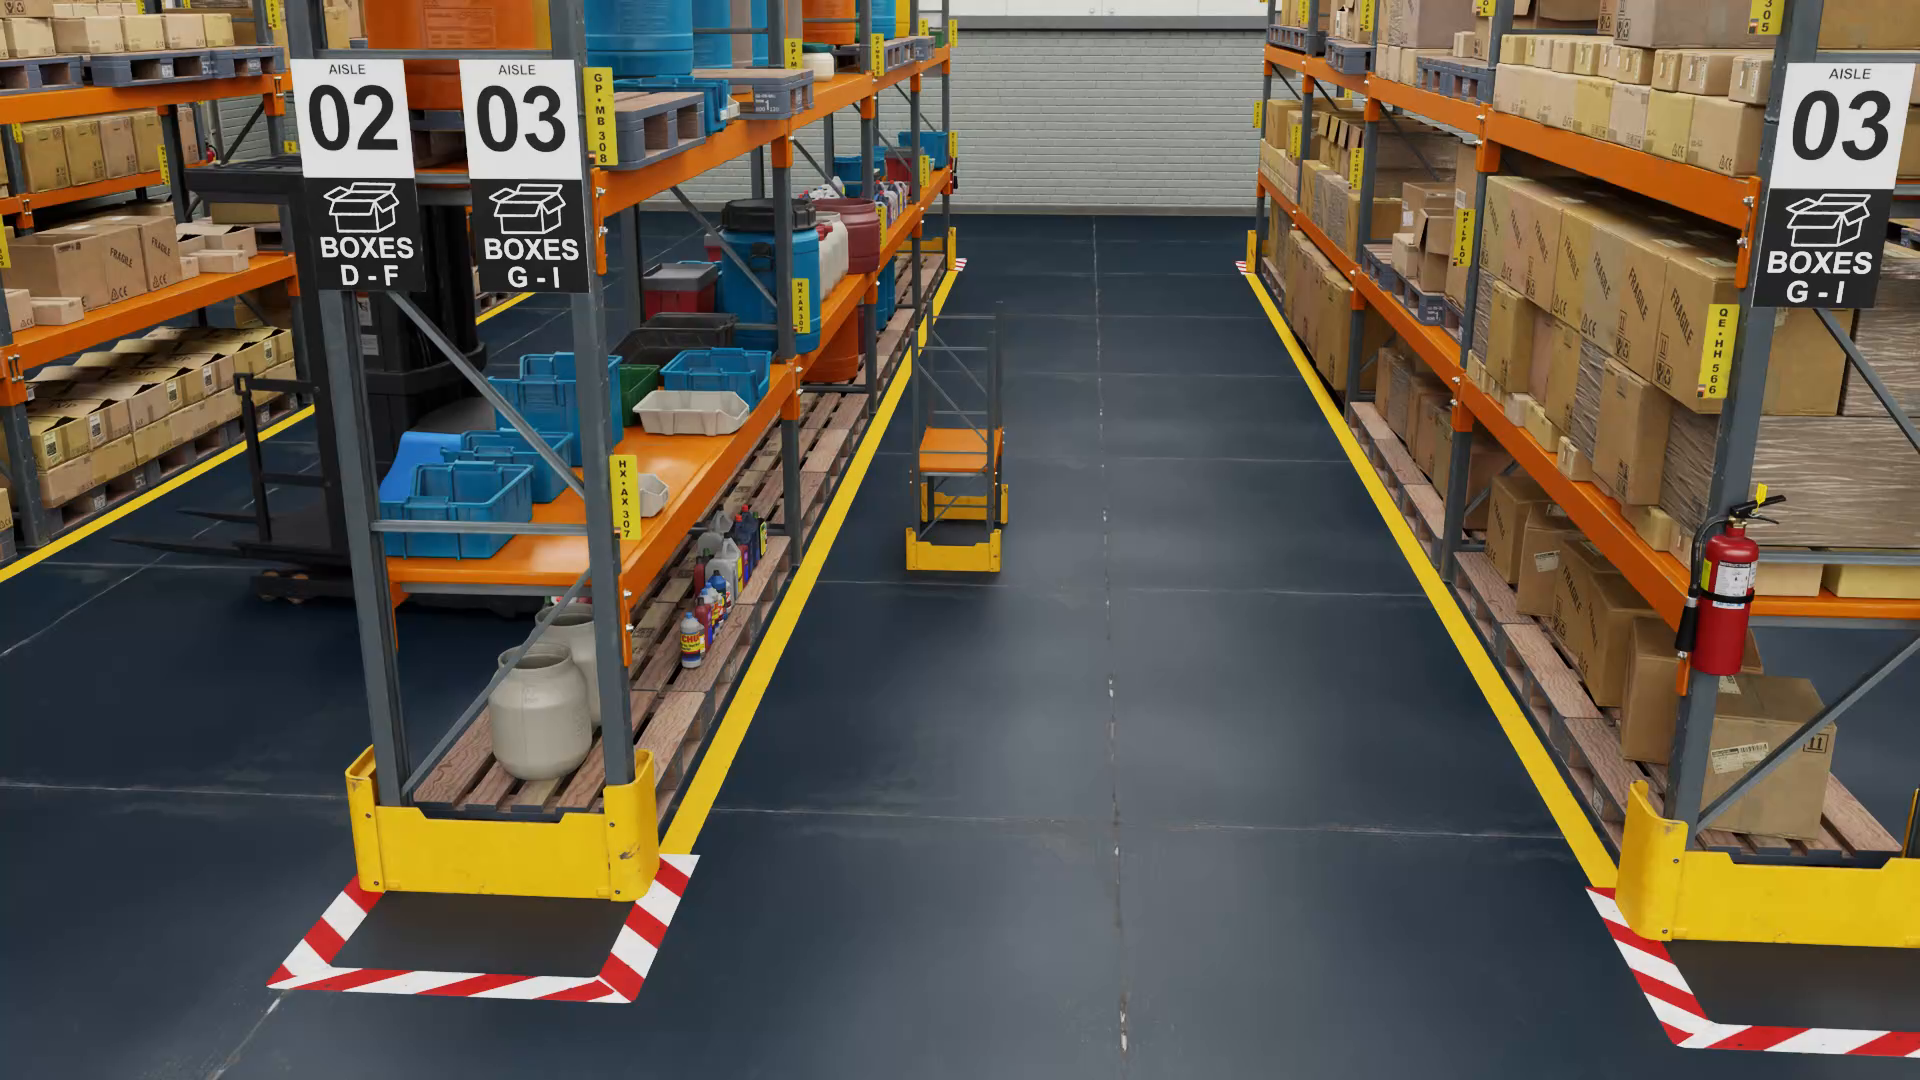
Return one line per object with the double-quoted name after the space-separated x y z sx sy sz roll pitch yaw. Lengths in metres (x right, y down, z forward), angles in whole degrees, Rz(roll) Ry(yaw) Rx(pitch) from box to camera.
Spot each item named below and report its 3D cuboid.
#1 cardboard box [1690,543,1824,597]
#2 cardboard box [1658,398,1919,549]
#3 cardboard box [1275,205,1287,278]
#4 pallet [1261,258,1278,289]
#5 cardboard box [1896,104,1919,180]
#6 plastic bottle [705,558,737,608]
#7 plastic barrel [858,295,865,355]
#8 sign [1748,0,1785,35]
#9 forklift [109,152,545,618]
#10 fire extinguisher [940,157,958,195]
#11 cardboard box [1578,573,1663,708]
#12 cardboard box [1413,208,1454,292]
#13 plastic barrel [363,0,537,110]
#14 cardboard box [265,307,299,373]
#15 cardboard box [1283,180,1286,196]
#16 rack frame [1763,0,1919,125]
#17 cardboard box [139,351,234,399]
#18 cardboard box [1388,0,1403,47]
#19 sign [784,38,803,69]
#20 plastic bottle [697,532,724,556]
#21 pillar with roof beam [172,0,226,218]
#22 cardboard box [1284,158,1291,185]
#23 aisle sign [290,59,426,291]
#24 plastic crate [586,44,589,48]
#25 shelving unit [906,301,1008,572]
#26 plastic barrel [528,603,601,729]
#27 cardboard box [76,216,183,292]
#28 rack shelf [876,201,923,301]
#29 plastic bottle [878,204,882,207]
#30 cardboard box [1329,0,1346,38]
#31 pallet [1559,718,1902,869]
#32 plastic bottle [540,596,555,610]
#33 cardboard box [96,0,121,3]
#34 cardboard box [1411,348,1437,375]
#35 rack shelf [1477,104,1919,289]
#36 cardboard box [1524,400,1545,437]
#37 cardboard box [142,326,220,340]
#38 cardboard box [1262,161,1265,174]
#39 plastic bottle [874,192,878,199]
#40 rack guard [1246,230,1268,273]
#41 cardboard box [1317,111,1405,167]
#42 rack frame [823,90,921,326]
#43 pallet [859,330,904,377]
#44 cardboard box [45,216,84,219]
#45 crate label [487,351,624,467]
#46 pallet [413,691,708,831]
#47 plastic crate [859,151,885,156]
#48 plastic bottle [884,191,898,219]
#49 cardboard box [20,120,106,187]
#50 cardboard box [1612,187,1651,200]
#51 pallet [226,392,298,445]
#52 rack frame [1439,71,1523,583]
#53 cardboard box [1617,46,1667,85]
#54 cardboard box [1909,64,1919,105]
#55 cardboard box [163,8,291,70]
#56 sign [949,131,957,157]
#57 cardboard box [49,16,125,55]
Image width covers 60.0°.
2.971 0.098 6.210 0.380 0.149 0.250 1 18 4 "cardboard box"
3.223 -0.287 6.344 0.875 0.500 0.500 1 18 4 "cardboard box"
4.272 -3.604 19.843 0.875 0.875 0.875 1 18 4 "cardboard box"
4.324 -3.322 20.723 1.003 0.211 1.213 1 18 4 "pallet"
3.449 -1.426 5.882 0.500 0.250 0.500 2 18 6 "cardboard box"
-1.308 0.221 9.099 0.152 0.276 0.135 2 18 5 "plastic bottle"
-1.111 -2.080 15.652 0.600 0.588 0.708 1 18 4 "plastic barrel"
2.604 -1.793 5.338 0.100 0.325 0.005 1 18 4 "sign"
-3.693 -1.176 9.806 3.031 2.935 1.130 4 19 13 "forklift"
-0.172 -4.831 21.572 0.296 0.674 0.183 1 18 4 "fire extinguisher"
3.291 0.486 7.962 0.500 0.500 0.500 3 18 9 "cardboard box"
3.476 -1.960 11.246 0.797 0.503 0.637 3 18 10 "cardboard box"
-1.875 -2.022 6.094 0.600 0.830 0.708 1 18 4 "plastic barrel"
-5.833 -1.791 14.880 0.500 0.500 0.500 2 18 6 "cardboard box"
3.767 -3.877 18.342 0.380 0.149 0.250 2 18 5 "cardboard box"
3.157 -2.779 4.952 1.000 3.000 0.127 1 18 4 "rack frame"
-6.012 -1.308 12.939 0.500 0.311 0.500 1 18 4 "cardboard box"
3.400 -3.826 12.000 0.500 0.500 0.500 1 18 4 "cardboard box"
-0.949 -2.695 9.499 0.100 0.325 0.005 1 18 4 "sign"
-1.419 0.075 9.545 0.152 0.276 0.135 1 18 4 "plastic bottle"
-6.893 -8.842 23.455 9.100 9.000 0.400 1 18 4 "pillar with roof beam"
3.821 -4.029 18.165 0.500 0.250 0.500 2 18 6 "cardboard box"
-2.085 -1.258 5.771 0.394 0.787 0.004 1 18 4 "aisle sign"
-1.947 -2.056 7.587 0.392 0.384 0.575 1 18 4 "plastic crate"
-0.005 -0.689 10.617 0.587 1.500 1.083 1 18 4 "shelving unit"
-1.777 0.582 7.650 0.421 0.512 0.421 0 18 0 "plastic barrel"
-6.254 -2.161 12.541 0.500 0.500 0.500 0 18 1 "cardboard box"
-1.067 -2.803 15.814 1.077 0.370 4.000 1 18 4 "rack shelf"
-0.728 -2.953 15.305 0.061 0.283 0.133 1 18 4 "plastic bottle"
3.985 -5.147 16.162 0.700 0.500 0.500 2 18 5 "cardboard box"
3.256 1.122 7.160 1.003 0.211 1.213 1 18 4 "pallet"
-2.099 0.426 8.461 0.061 0.283 0.133 2 18 5 "plastic bottle"
-10.374 -6.636 19.742 0.500 0.500 0.500 0 18 1 "cardboard box"
3.684 -1.417 12.533 0.500 0.250 0.500 3 18 10 "cardboard box"
3.300 -1.633 7.427 1.077 0.370 4.000 1 18 4 "rack shelf"
3.063 -0.602 8.347 0.380 0.149 0.250 1 18 4 "cardboard box"
-6.481 -1.638 13.947 0.500 0.311 0.500 2 18 6 "cardboard box"
3.932 -4.595 20.534 0.380 0.149 0.250 1 18 3 "cardboard box"
-0.827 -3.260 16.262 0.097 0.271 0.097 0 18 0 "plastic bottle"
4.305 -3.717 21.464 1.175 0.500 0.348 1 18 4 "rack guard"
3.979 -3.981 16.483 0.797 0.503 0.637 1 18 2 "cardboard box"
-0.923 -3.766 17.598 1.000 3.000 0.127 1 18 4 "rack frame"
-1.105 -1.822 16.144 1.003 0.211 1.213 1 18 4 "pallet"
-10.784 -3.820 20.063 0.380 0.149 0.250 1 18 4 "cardboard box"
-1.921 -0.633 7.981 0.502 0.435 0.616 1 18 4 "crate label"
-1.761 1.010 7.503 1.003 0.211 1.213 1 18 4 "pallet"
-1.030 -4.683 20.571 0.416 0.233 0.300 1 18 4 "plastic crate"
-0.692 -3.307 16.398 0.152 0.276 0.135 1 18 4 "plastic bottle"
-10.692 -4.524 19.431 0.980 0.700 0.700 1 18 3 "cardboard box"
3.651 -1.533 8.541 0.500 0.500 0.500 1 18 4 "cardboard box"
-6.248 -1.055 13.804 1.003 0.211 1.213 1 18 4 "pallet"
3.443 -1.170 9.678 1.000 3.000 0.127 1 18 4 "rack frame"
2.966 -1.969 6.898 0.380 0.149 0.250 0 18 1 "cardboard box"
3.407 -1.552 5.626 0.380 0.149 0.250 1 18 4 "cardboard box"
-6.153 -4.244 14.081 0.910 0.500 0.500 1 18 4 "cardboard box"
-0.087 -5.078 21.342 0.100 0.325 0.005 1 18 4 "sign"
-6.239 -3.539 11.655 0.500 0.250 0.500 0 18 -1 "cardboard box"
